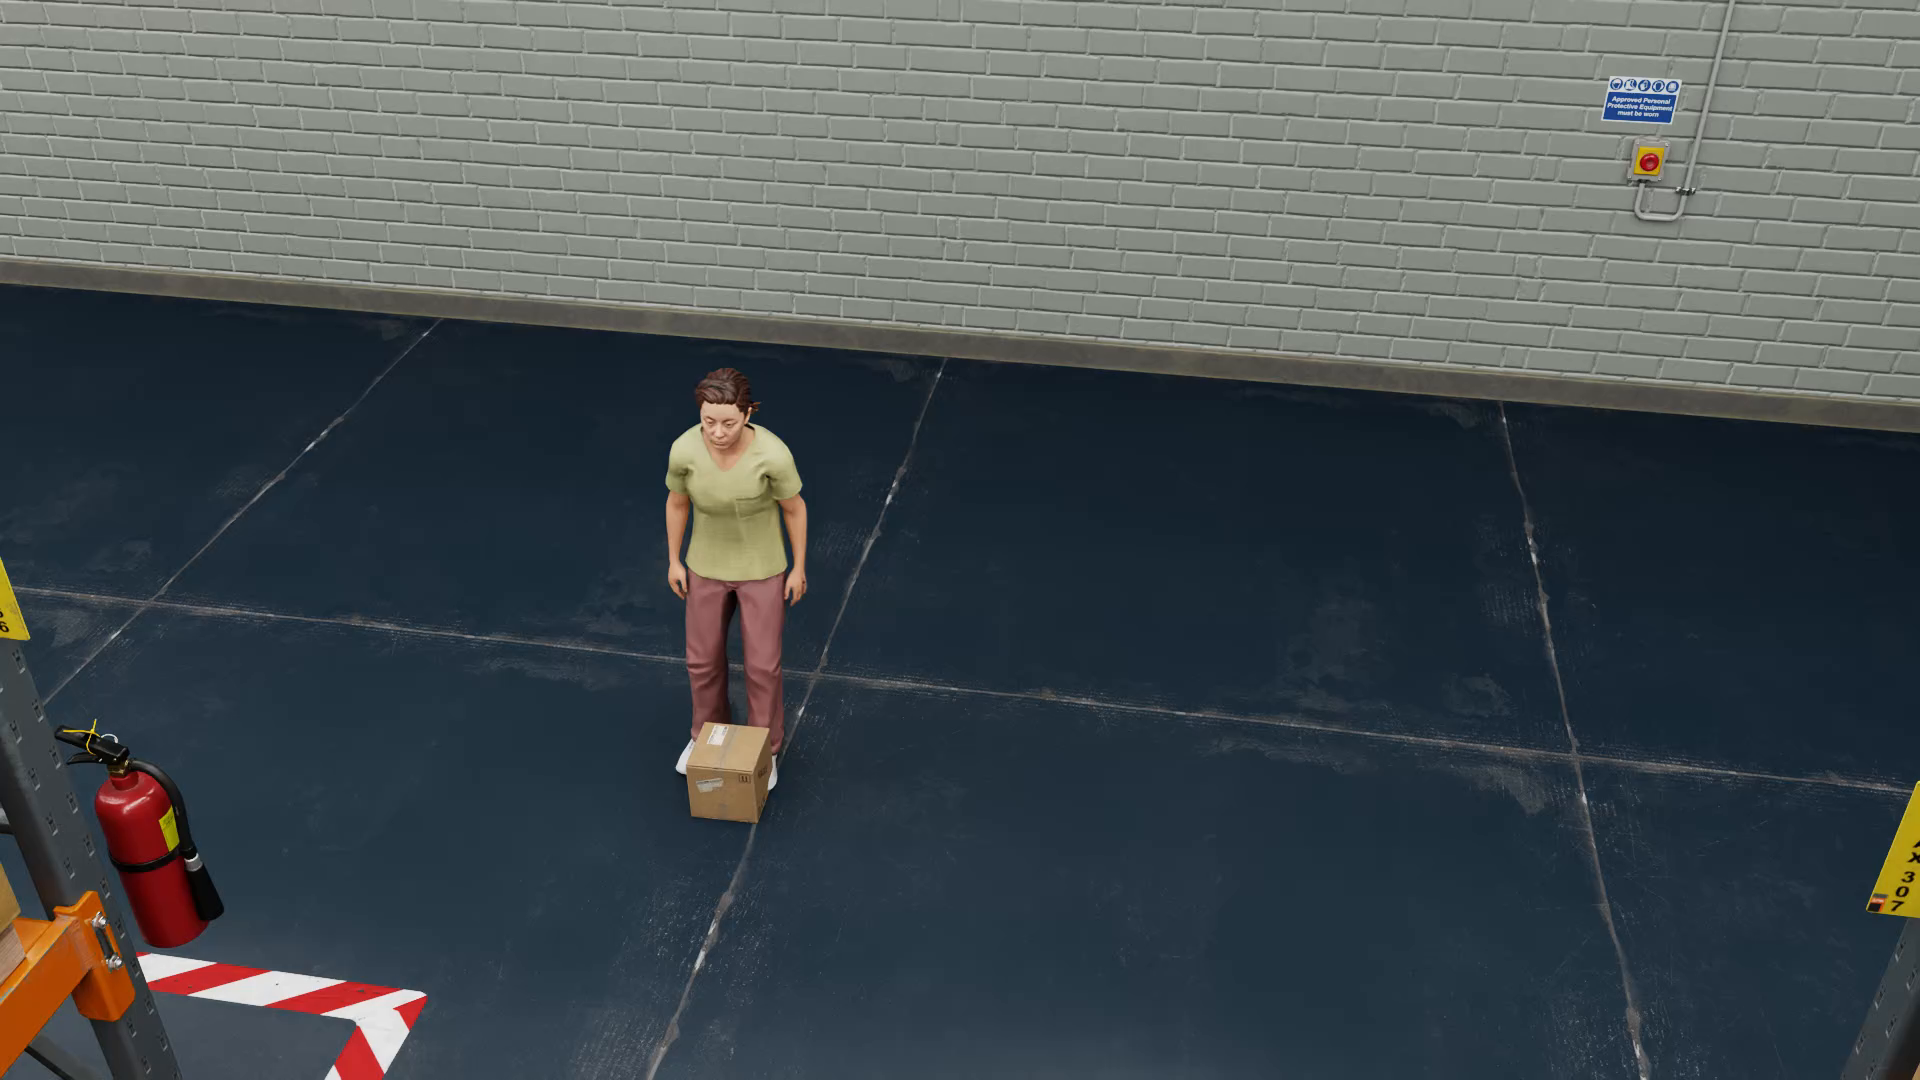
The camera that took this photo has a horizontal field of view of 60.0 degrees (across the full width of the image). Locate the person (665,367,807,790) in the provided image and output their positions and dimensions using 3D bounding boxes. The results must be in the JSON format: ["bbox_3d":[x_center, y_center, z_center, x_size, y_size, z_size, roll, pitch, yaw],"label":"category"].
[{"bbox_3d":[-0.807,0.138,5.923,0.520,1.671,0.416,3,33,5],"label":"person"}]
